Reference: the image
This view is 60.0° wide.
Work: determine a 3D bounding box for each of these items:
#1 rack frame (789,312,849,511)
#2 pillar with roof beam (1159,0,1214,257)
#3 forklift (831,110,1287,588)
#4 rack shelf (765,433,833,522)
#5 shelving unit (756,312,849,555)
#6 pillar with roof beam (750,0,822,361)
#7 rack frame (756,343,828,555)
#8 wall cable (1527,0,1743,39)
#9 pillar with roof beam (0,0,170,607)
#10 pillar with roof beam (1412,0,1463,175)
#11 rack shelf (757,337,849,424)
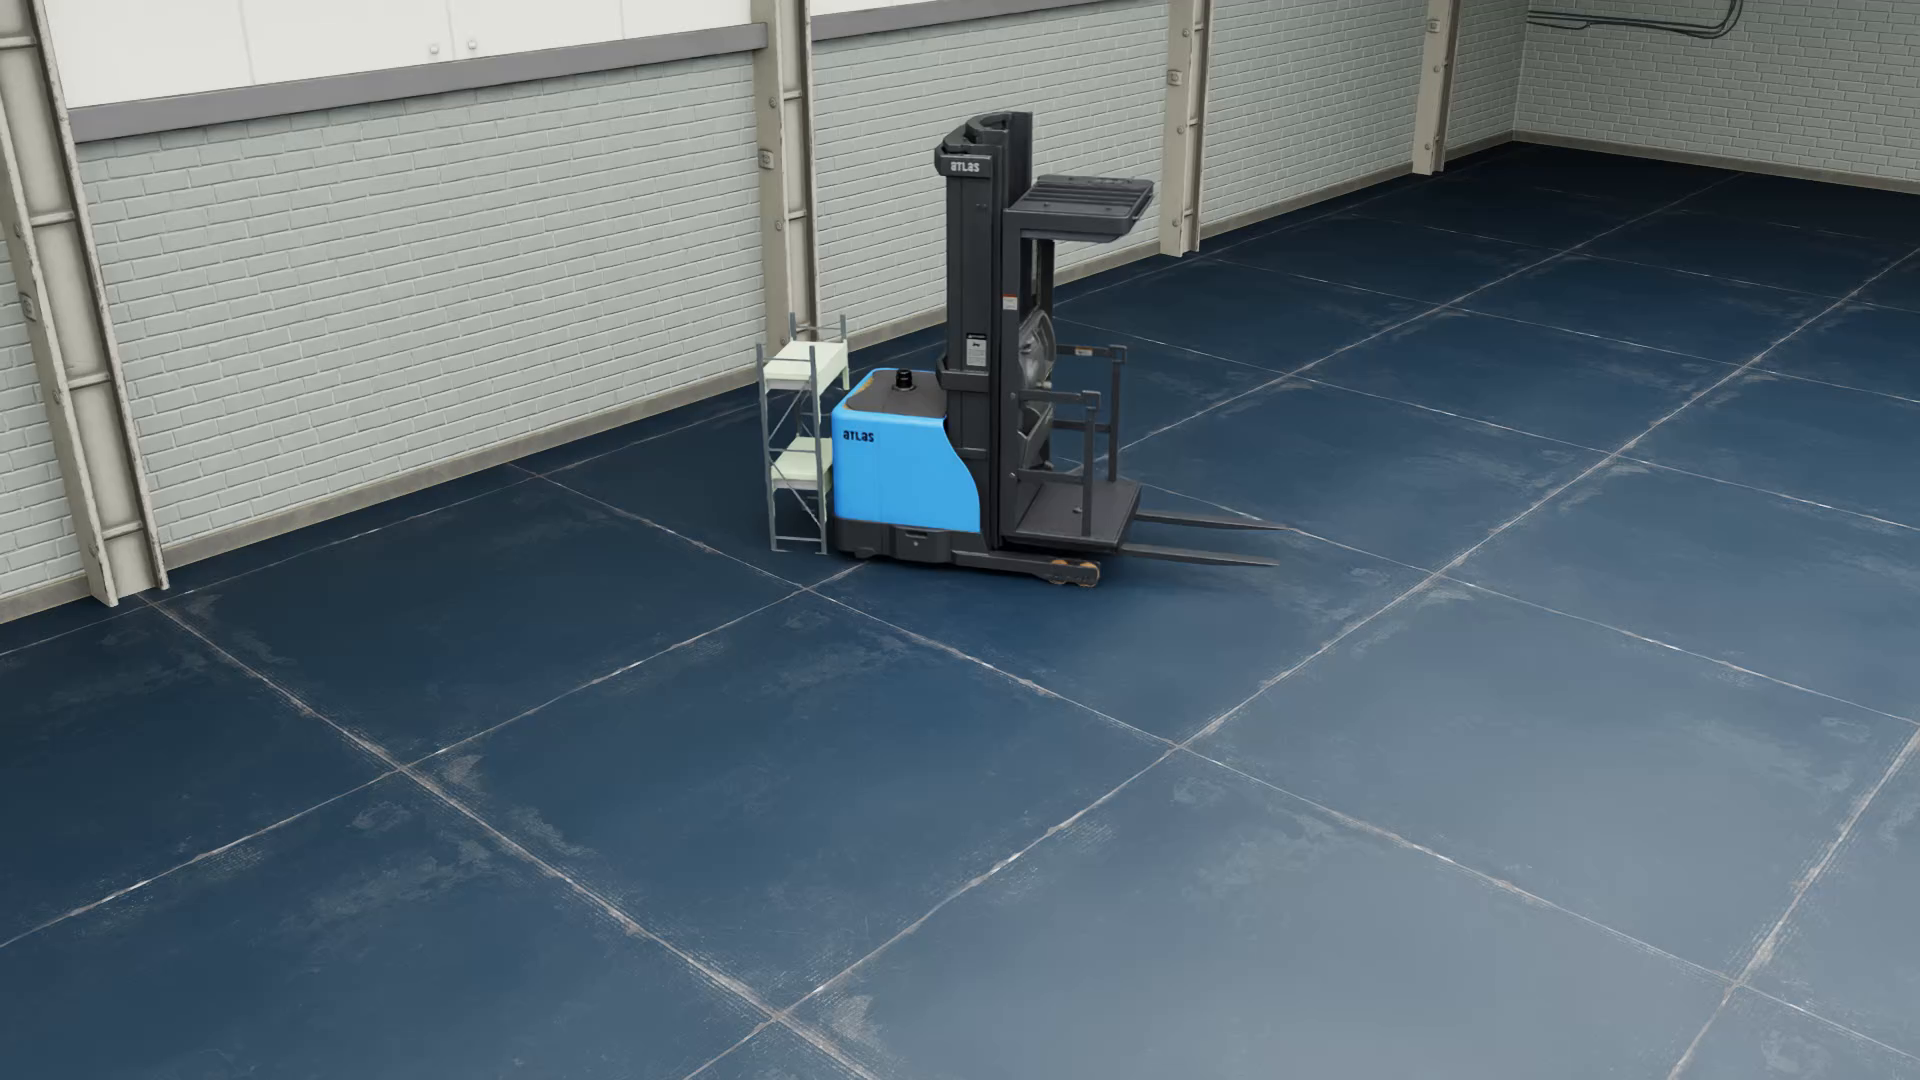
[{"bbox_3d":[-0.978,-0.892,11.894,0.400,1.500,0.023,4,24,12],"label":"rack frame"},{"bbox_3d":[5.722,-6.253,14.698,9.100,9.000,0.400,20,31,38],"label":"pillar with roof beam"},{"bbox_3d":[0.699,-1.259,10.975,3.031,2.935,1.130,6,25,13],"label":"forklift"},{"bbox_3d":[-1.048,-0.448,11.700,0.431,0.370,0.720,4,24,12],"label":"rack shelf"},{"bbox_3d":[-1.055,-0.746,11.568,0.431,1.500,0.755,4,24,12],"label":"shelving unit"},{"bbox_3d":[1.718,-4.425,10.621,9.100,9.000,0.400,20,31,38],"label":"pillar with roof beam"},{"bbox_3d":[-1.132,-0.600,11.241,0.400,1.500,0.023,4,24,12],"label":"rack frame"},{"bbox_3d":[9.472,-8.377,23.229,3.097,2.526,0.112,20,31,38],"label":"wall cable"},{"bbox_3d":[-2.287,-2.597,6.544,9.100,9.000,0.400,20,31,38],"label":"pillar with roof beam"},{"bbox_3d":[9.727,-8.082,18.775,9.100,9.000,0.400,20,31,38],"label":"pillar with roof beam"},{"bbox_3d":[-1.064,-1.103,11.410,0.431,0.370,0.720,4,24,12],"label":"rack shelf"}]
